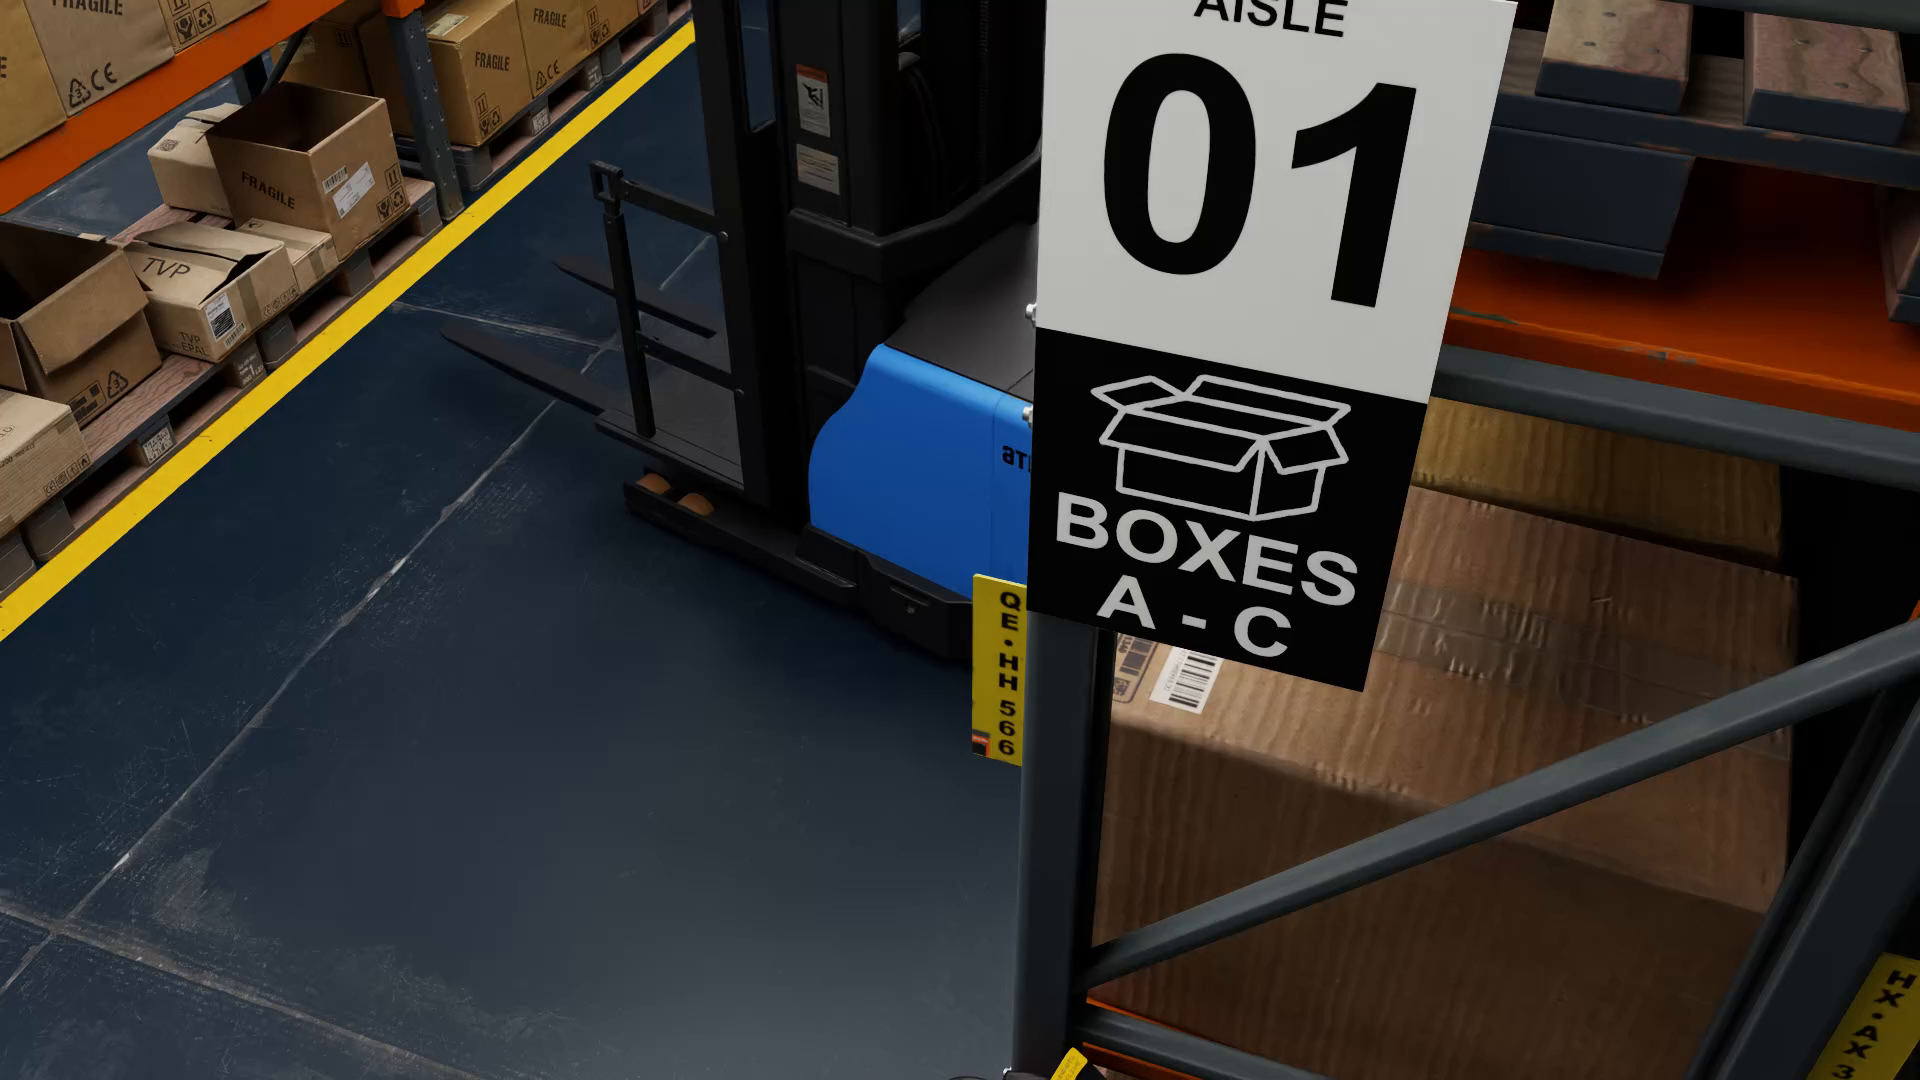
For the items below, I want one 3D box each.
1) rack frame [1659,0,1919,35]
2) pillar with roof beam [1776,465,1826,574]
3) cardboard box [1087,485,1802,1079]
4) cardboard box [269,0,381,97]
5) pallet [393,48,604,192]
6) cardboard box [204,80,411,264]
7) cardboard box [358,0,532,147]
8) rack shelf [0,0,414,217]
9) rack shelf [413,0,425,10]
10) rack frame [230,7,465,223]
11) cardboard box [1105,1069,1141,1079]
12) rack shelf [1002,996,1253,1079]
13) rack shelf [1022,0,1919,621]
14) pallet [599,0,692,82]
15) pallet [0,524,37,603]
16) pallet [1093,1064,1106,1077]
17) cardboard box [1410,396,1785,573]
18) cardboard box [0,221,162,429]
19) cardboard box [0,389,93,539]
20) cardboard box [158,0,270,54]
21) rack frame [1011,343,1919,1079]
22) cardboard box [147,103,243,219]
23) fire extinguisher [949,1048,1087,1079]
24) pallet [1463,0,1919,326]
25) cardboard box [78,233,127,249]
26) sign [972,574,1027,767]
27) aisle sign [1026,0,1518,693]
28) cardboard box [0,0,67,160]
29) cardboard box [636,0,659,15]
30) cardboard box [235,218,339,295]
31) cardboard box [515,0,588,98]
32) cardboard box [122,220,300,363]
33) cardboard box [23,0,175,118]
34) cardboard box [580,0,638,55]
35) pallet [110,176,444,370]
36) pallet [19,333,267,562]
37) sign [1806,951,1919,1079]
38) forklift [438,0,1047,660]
[{"bbox_3d":[0.569,-1.446,0.511,1.000,3.000,0.127,13,42,15],"label":"rack frame"},{"bbox_3d":[-1.535,-4.222,3.765,9.100,9.000,0.400,13,42,15],"label":"pillar with roof beam"},{"bbox_3d":[0.734,0.409,2.728,0.980,0.700,0.700,15,43,17],"label":"cardboard box"},{"bbox_3d":[-2.820,-2.281,7.700,0.500,0.500,0.500,13,42,15],"label":"cardboard box"},{"bbox_3d":[-2.477,-2.144,8.100,1.003,0.211,1.213,13,42,15],"label":"pallet"},{"bbox_3d":[-2.648,-1.506,6.791,0.500,0.500,0.500,13,42,15],"label":"cardboard box"},{"bbox_3d":[-2.325,-2.157,7.555,0.500,0.500,0.500,11,42,13],"label":"cardboard box"},{"bbox_3d":[-3.403,-1.207,5.407,1.077,0.370,4.000,13,42,15],"label":"rack shelf"},{"bbox_3d":[-2.036,-3.646,8.267,1.077,0.370,4.000,13,42,15],"label":"rack shelf"},{"bbox_3d":[-2.719,-2.700,6.604,1.000,3.000,0.127,13,42,15],"label":"rack frame"},{"bbox_3d":[0.714,1.179,3.660,0.700,0.500,0.500,13,42,15],"label":"cardboard box"},{"bbox_3d":[1.253,-0.109,4.121,1.077,0.370,4.000,13,42,15],"label":"rack shelf"},{"bbox_3d":[1.253,-1.251,3.148,1.077,0.370,4.000,13,42,15],"label":"rack shelf"},{"bbox_3d":[-2.061,-2.890,8.975,1.003,0.211,1.213,13,42,15],"label":"pallet"},{"bbox_3d":[-3.790,0.268,5.274,1.003,0.211,1.213,13,42,15],"label":"pallet"},{"bbox_3d":[0.769,1.393,3.955,1.003,0.211,1.213,13,42,15],"label":"pallet"},{"bbox_3d":[0.972,-0.037,3.251,0.980,0.700,0.700,13,42,15],"label":"cardboard box"},{"bbox_3d":[-3.357,-0.771,5.927,0.797,0.503,0.637,13,42,15],"label":"cardboard box"},{"bbox_3d":[-3.293,-0.260,5.524,0.500,0.250,0.500,13,42,15],"label":"cardboard box"},{"bbox_3d":[-2.824,-2.062,5.778,0.500,0.500,0.500,14,43,16],"label":"cardboard box"},{"bbox_3d":[0.569,0.837,2.458,1.000,3.000,0.127,13,42,15],"label":"rack frame"},{"bbox_3d":[-3.066,-1.637,7.090,0.500,0.311,0.500,13,42,15],"label":"cardboard box"},{"bbox_3d":[0.084,0.998,2.617,0.296,0.674,0.183,13,42,15],"label":"fire extinguisher"},{"bbox_3d":[0.813,-0.725,2.046,1.003,0.211,1.213,13,42,15],"label":"pallet"},{"bbox_3d":[-3.353,-1.052,6.516,0.380,0.166,0.250,13,42,15],"label":"cardboard box"},{"bbox_3d":[0.064,0.177,2.157,0.100,0.325,0.005,13,42,15],"label":"sign"},{"bbox_3d":[0.263,-0.175,1.641,0.394,0.787,0.004,13,42,15],"label":"aisle sign"},{"bbox_3d":[-3.169,-1.436,5.046,0.500,0.500,0.500,14,42,16],"label":"cardboard box"},{"bbox_3d":[-1.802,-3.097,8.655,0.500,0.500,0.500,12,42,13],"label":"cardboard box"},{"bbox_3d":[-2.720,-1.130,6.621,0.380,0.149,0.250,13,42,15],"label":"cardboard box"},{"bbox_3d":[-2.153,-2.485,7.939,0.500,0.500,0.500,14,42,16],"label":"cardboard box"},{"bbox_3d":[-2.904,-0.977,6.316,0.500,0.311,0.500,13,42,15],"label":"cardboard box"},{"bbox_3d":[-2.998,-1.748,5.410,0.500,0.500,0.500,14,42,16],"label":"cardboard box"},{"bbox_3d":[-1.975,-2.788,8.294,0.500,0.500,0.500,14,42,16],"label":"cardboard box"},{"bbox_3d":[-2.955,-1.221,7.018,1.003,0.211,1.213,13,42,15],"label":"pallet"},{"bbox_3d":[-3.371,-0.474,6.143,1.003,0.211,1.213,13,42,15],"label":"pallet"},{"bbox_3d":[1.089,0.604,2.003,0.100,0.325,0.005,13,42,15],"label":"sign"},{"bbox_3d":[-0.559,-1.366,5.093,3.031,2.935,1.130,24,46,26],"label":"forklift"}]
